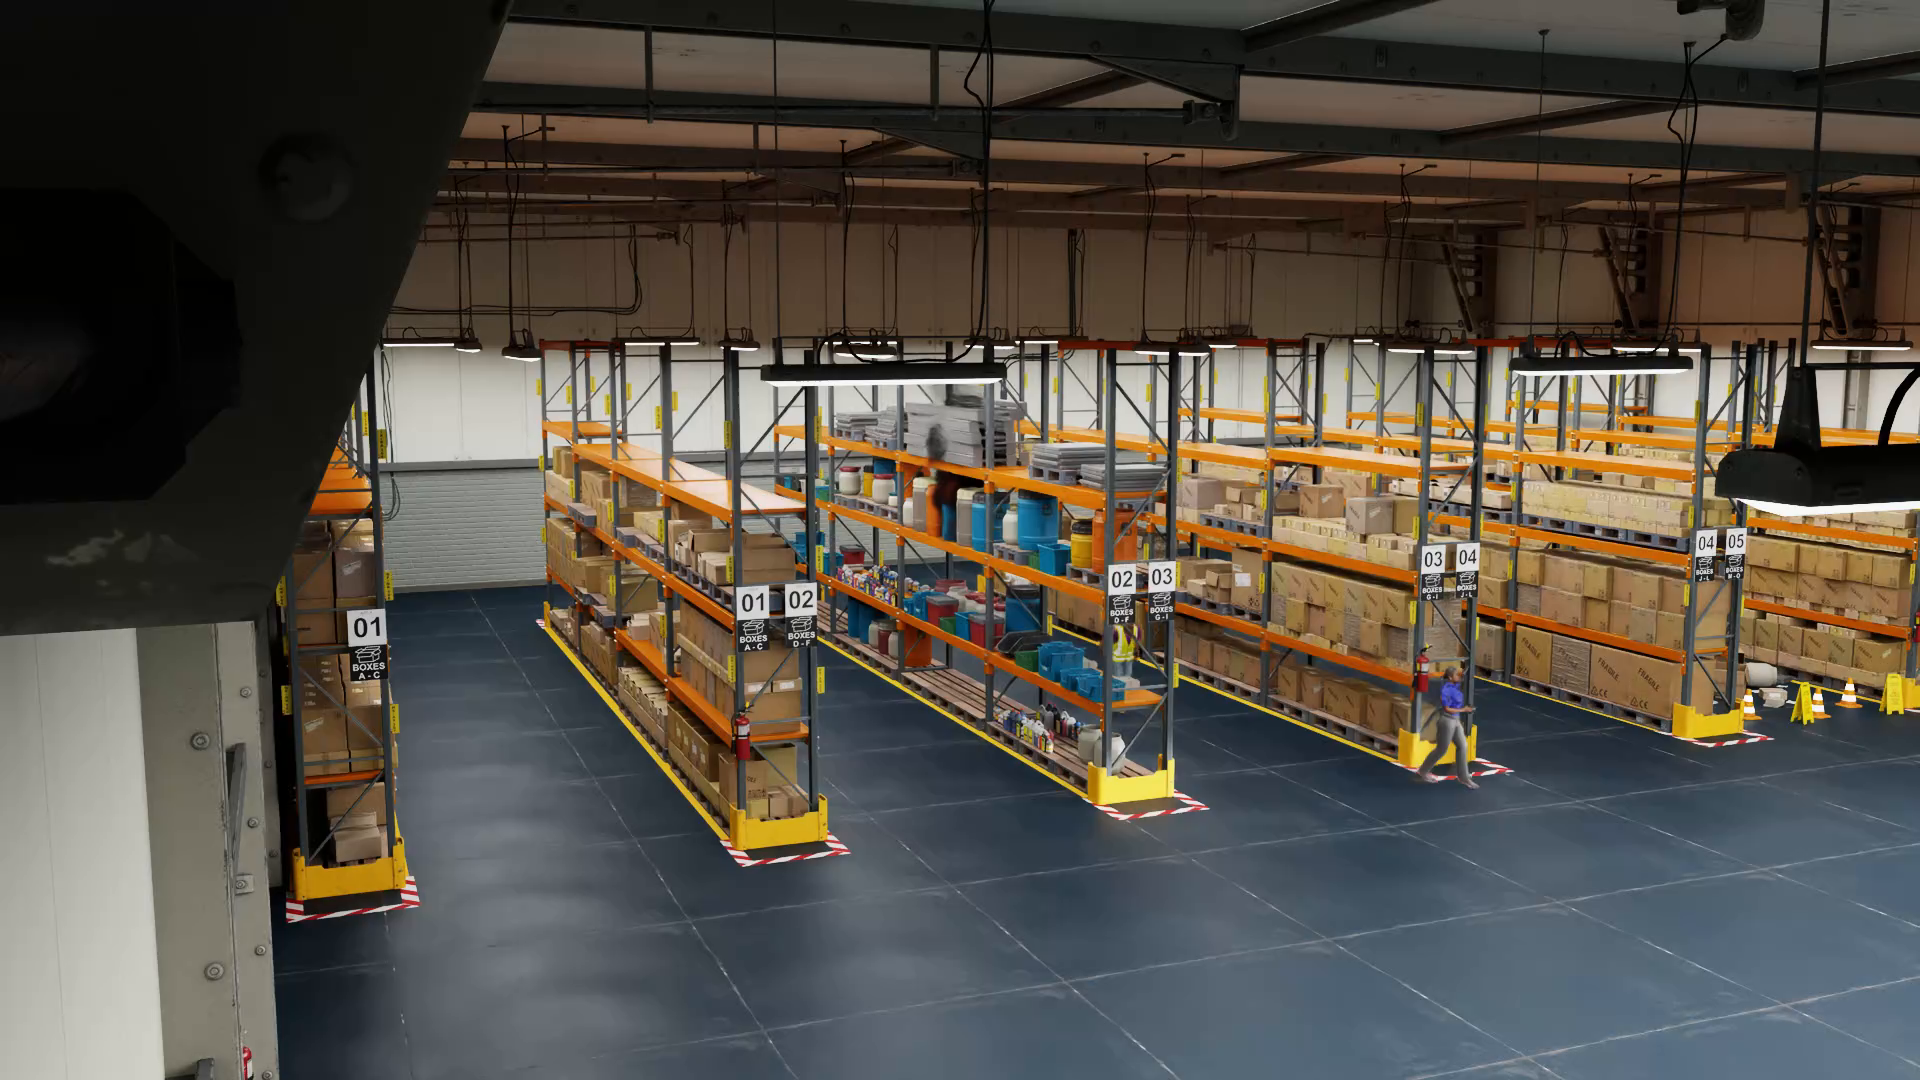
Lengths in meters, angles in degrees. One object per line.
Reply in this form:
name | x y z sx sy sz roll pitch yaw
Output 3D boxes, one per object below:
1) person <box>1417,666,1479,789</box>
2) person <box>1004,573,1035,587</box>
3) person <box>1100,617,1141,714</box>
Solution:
person | 6.683 2.544 22.709 0.818 1.677 0.570 5 9 33
person | 1.220 1.137 33.456 0.665 1.741 0.587 -2 8 -15
person | 2.630 1.975 27.280 0.697 1.693 0.839 -4 9 -30
